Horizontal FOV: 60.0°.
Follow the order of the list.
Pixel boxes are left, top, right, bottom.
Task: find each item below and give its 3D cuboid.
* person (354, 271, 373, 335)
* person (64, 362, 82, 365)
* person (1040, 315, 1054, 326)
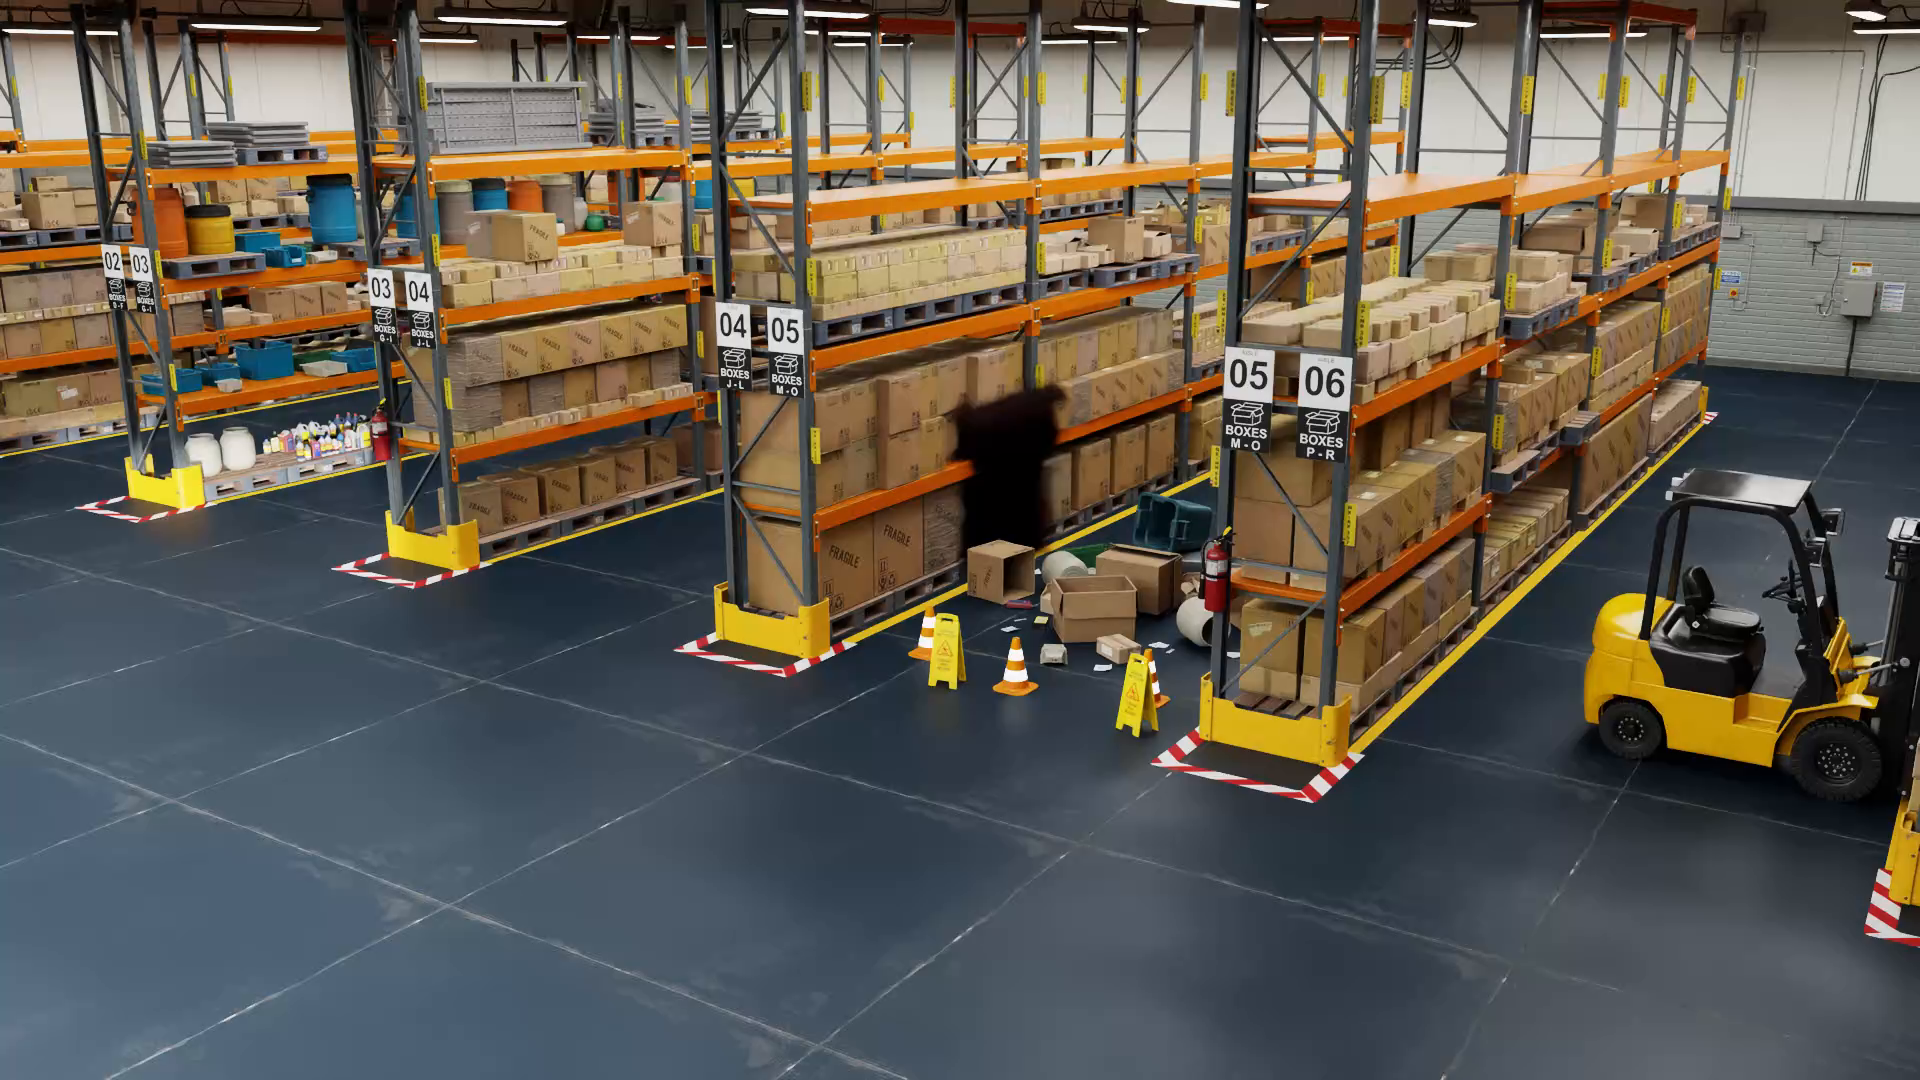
[{"bbox_3d":[-11.298,-4.367,31.810,0.442,1.640,0.707,9,18,29],"label":"person"},{"bbox_3d":[-14.860,-3.278,27.720,0.469,1.766,0.585,4,16,14],"label":"person"},{"bbox_3d":[1.367,-2.658,25.500,0.517,1.788,0.617,14,21,42],"label":"person"}]
